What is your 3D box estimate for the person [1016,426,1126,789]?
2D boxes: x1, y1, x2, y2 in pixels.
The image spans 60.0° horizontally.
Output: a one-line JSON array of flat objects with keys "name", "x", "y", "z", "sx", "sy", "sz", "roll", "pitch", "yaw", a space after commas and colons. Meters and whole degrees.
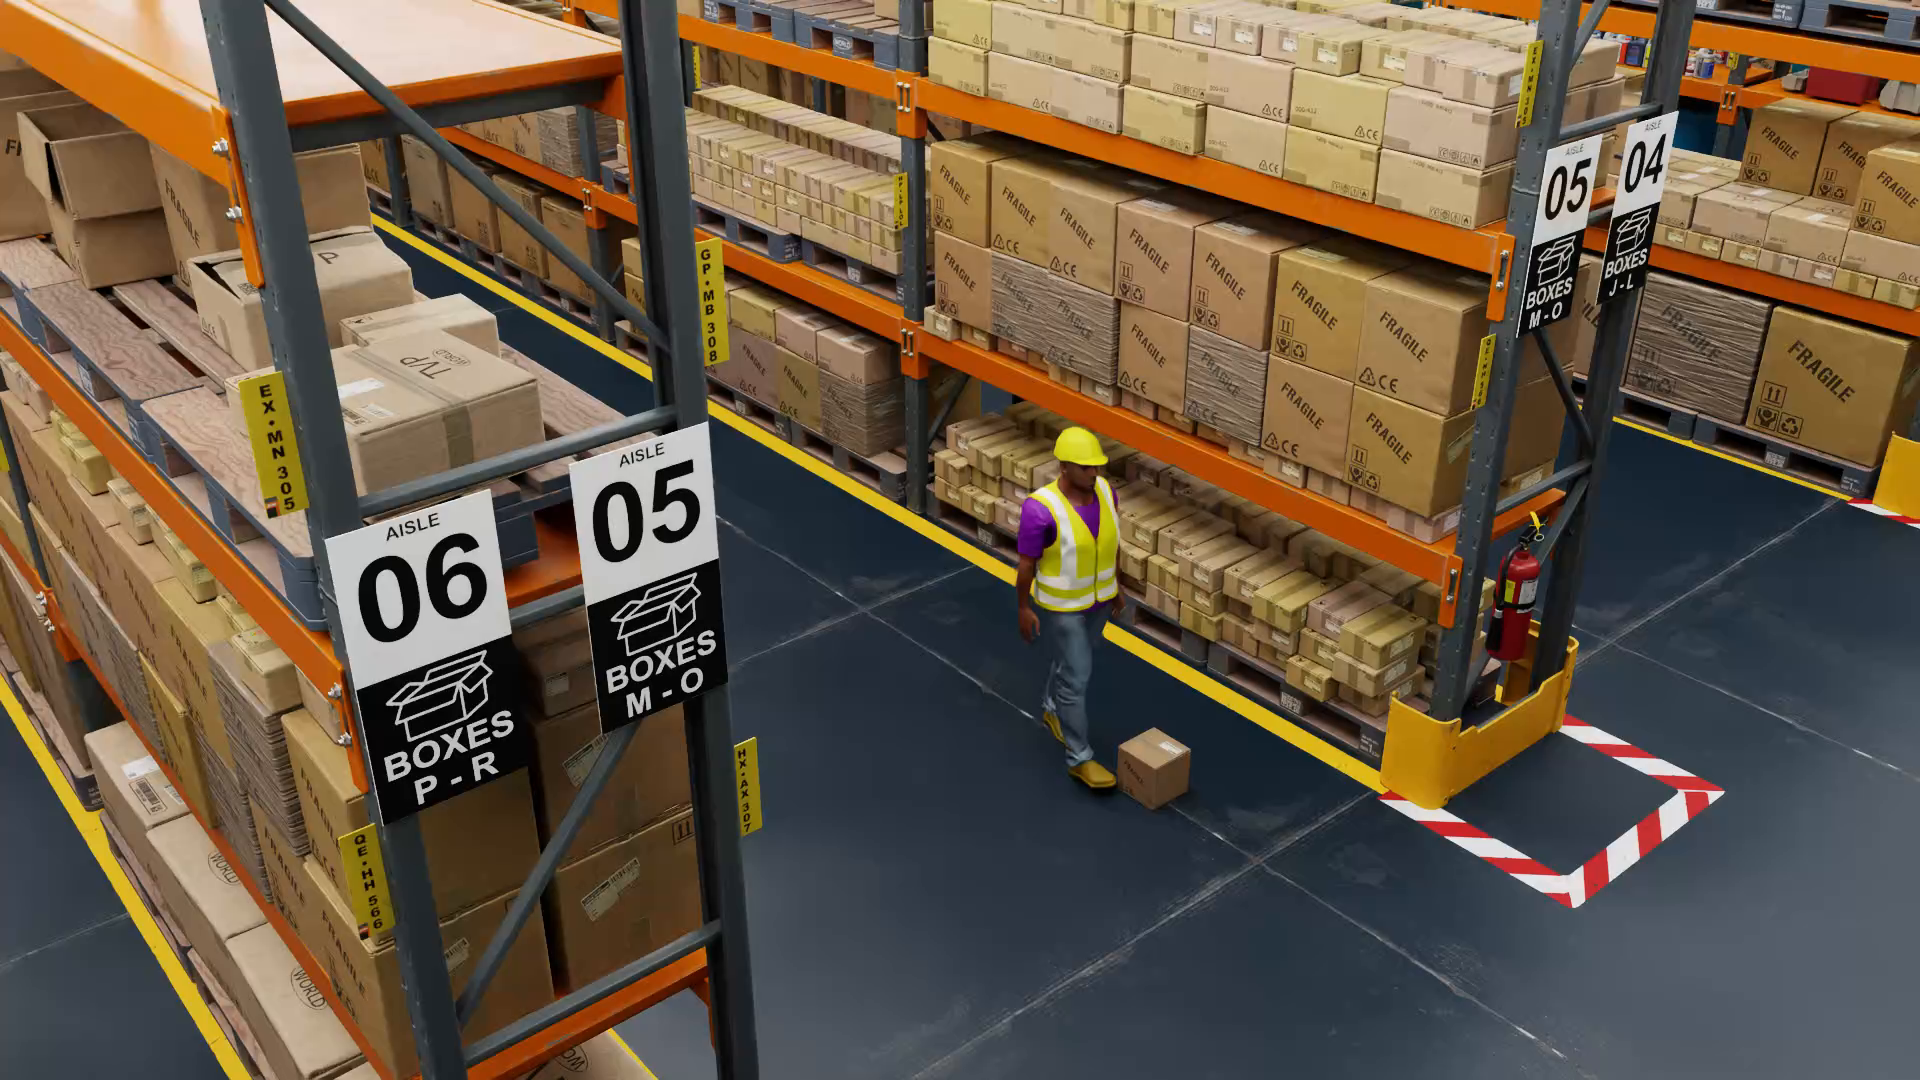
[{"name": "person", "x": 0.612, "y": 0.313, "z": 8.012, "sx": 0.585, "sy": 1.758, "sz": 0.734, "roll": -19, "pitch": 34, "yaw": -32}]
